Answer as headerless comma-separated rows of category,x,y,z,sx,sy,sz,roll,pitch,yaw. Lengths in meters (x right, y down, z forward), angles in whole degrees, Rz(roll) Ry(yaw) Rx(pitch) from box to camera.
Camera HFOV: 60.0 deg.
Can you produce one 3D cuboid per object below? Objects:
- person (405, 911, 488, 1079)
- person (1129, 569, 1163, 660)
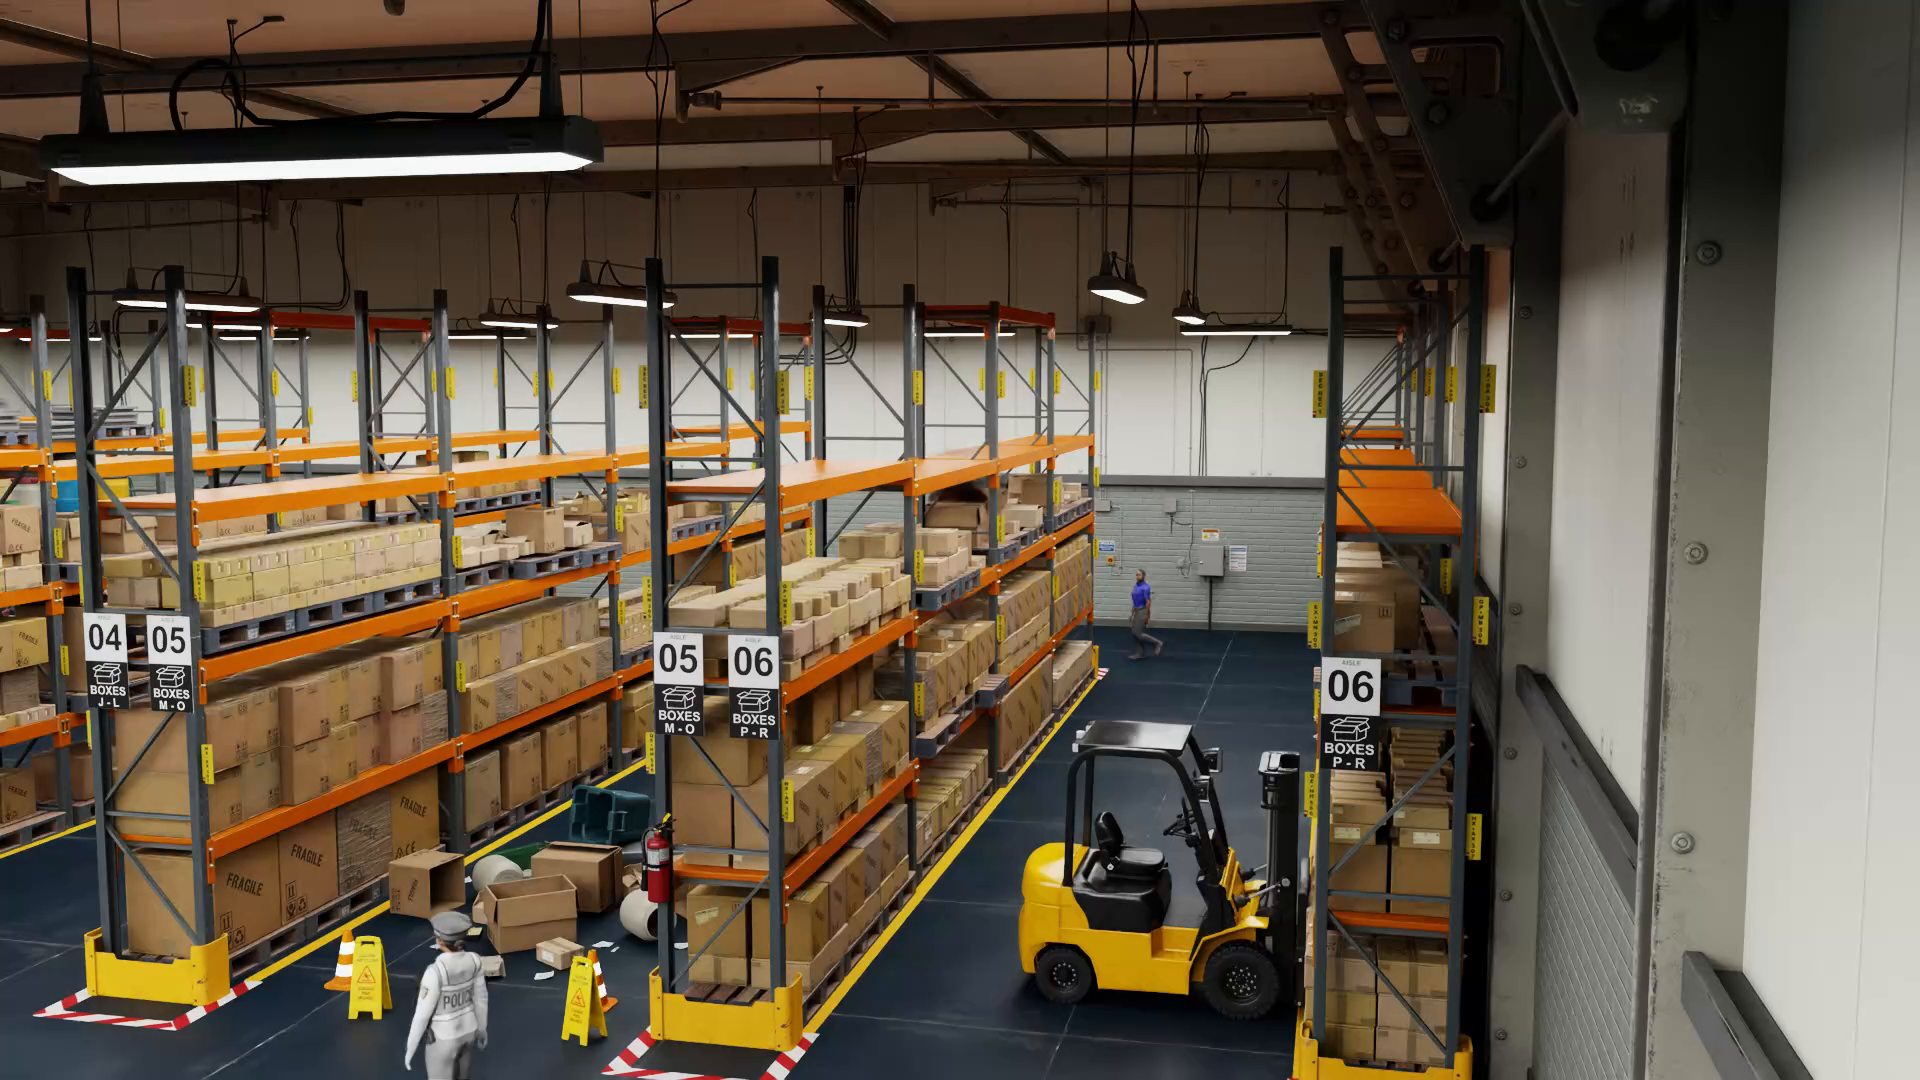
person,-3.298,3.244,10.779,0.445,1.697,0.574,2,6,20
person,3.332,1.335,29.800,0.585,1.636,0.468,0,6,1
